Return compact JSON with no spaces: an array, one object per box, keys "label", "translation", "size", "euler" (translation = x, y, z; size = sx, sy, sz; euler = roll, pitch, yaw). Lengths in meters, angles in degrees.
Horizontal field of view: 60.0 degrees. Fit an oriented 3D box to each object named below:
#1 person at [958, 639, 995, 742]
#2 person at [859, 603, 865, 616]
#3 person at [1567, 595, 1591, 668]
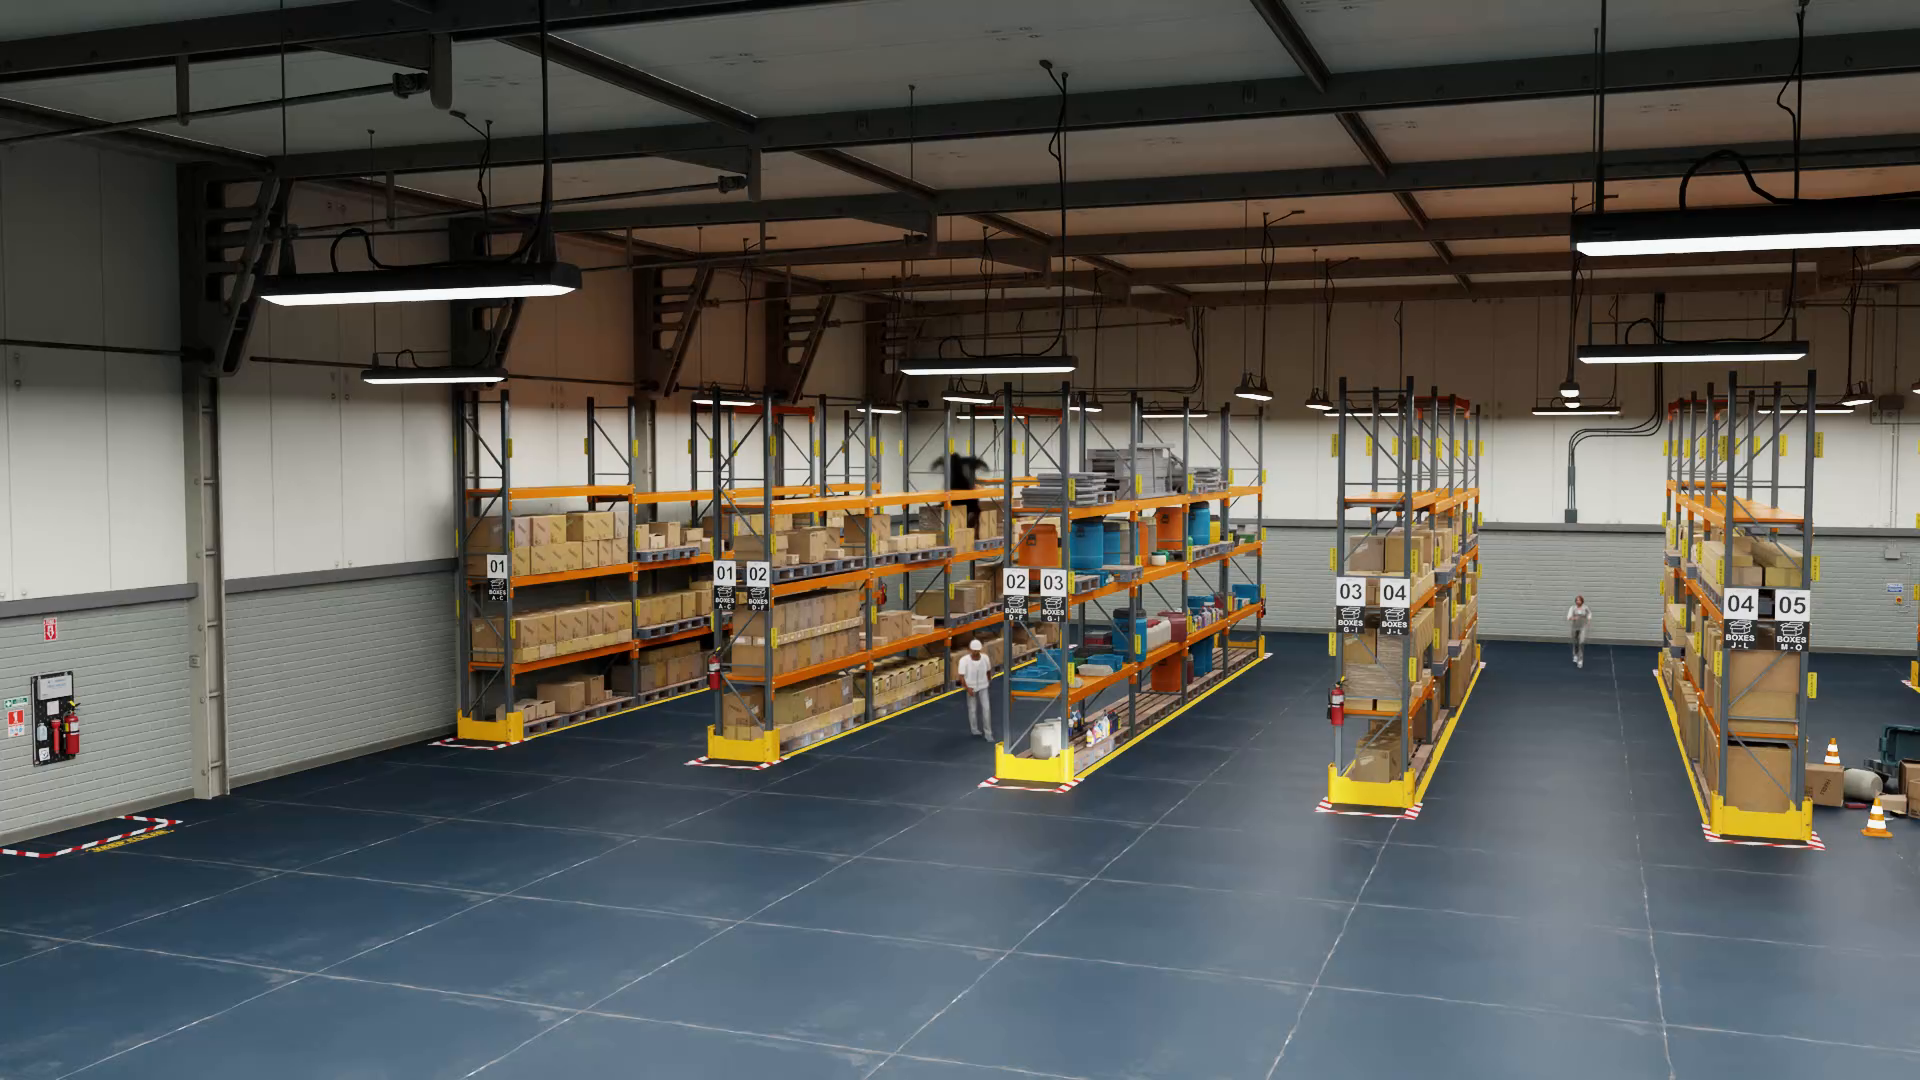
[{"label":"person","translation":[0.275,2.588,28.667],"size":[0.622,1.789,0.832],"euler":[0,3,-5]},{"label":"person","translation":[-1.991,2.172,35.820],"size":[0.561,1.658,0.925],"euler":[1,3,22]},{"label":"person","translation":[14.243,2.077,38.271],"size":[0.533,1.626,0.824],"euler":[1,3,20]}]
